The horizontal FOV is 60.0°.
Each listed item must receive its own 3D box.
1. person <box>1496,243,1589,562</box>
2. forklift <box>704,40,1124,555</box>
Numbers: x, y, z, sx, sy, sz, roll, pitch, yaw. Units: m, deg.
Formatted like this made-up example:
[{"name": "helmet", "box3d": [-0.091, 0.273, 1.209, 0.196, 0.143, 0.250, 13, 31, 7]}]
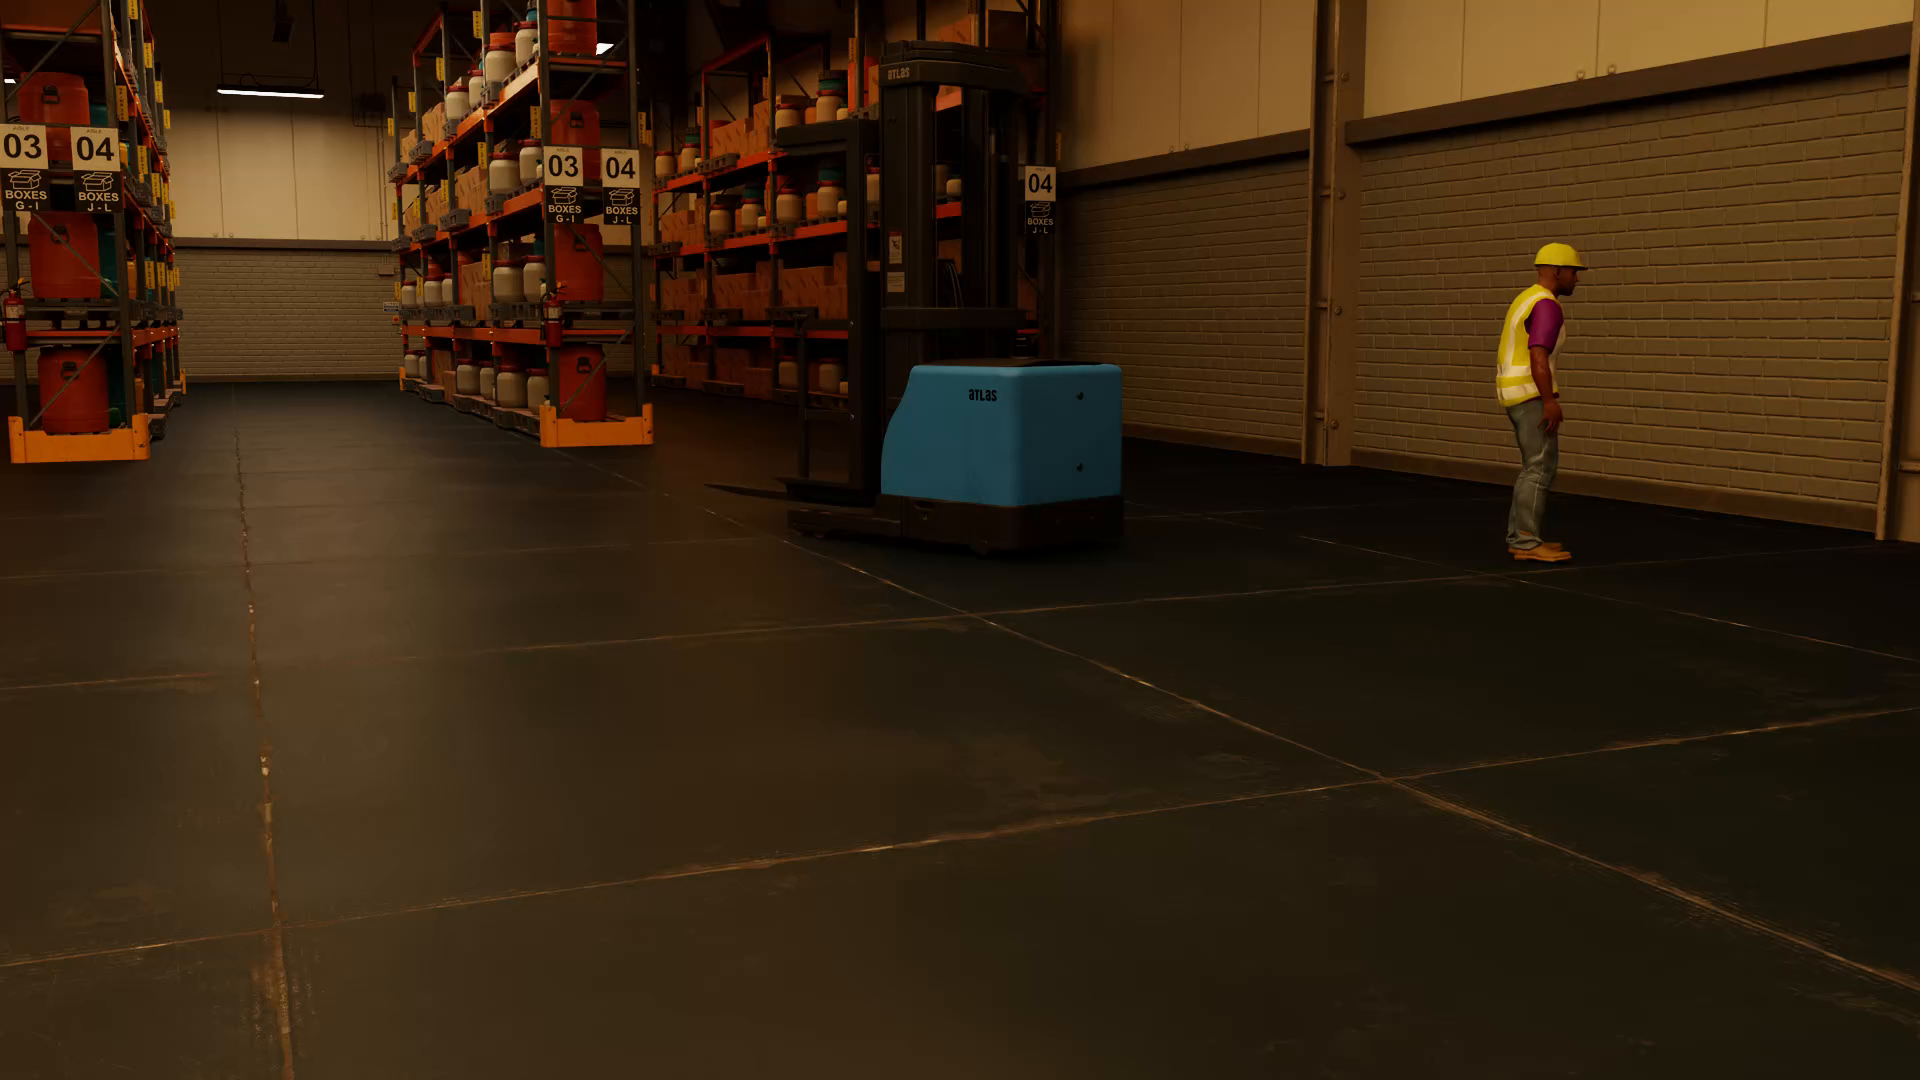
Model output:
[{"name": "person", "box3d": [3.255, -0.778, 9.339, 0.462, 1.759, 0.633, 1, 8, 10]}, {"name": "forklift", "box3d": [-0.436, -1.509, 10.383, 3.031, 2.935, 1.130, 7, 10, 44]}]
